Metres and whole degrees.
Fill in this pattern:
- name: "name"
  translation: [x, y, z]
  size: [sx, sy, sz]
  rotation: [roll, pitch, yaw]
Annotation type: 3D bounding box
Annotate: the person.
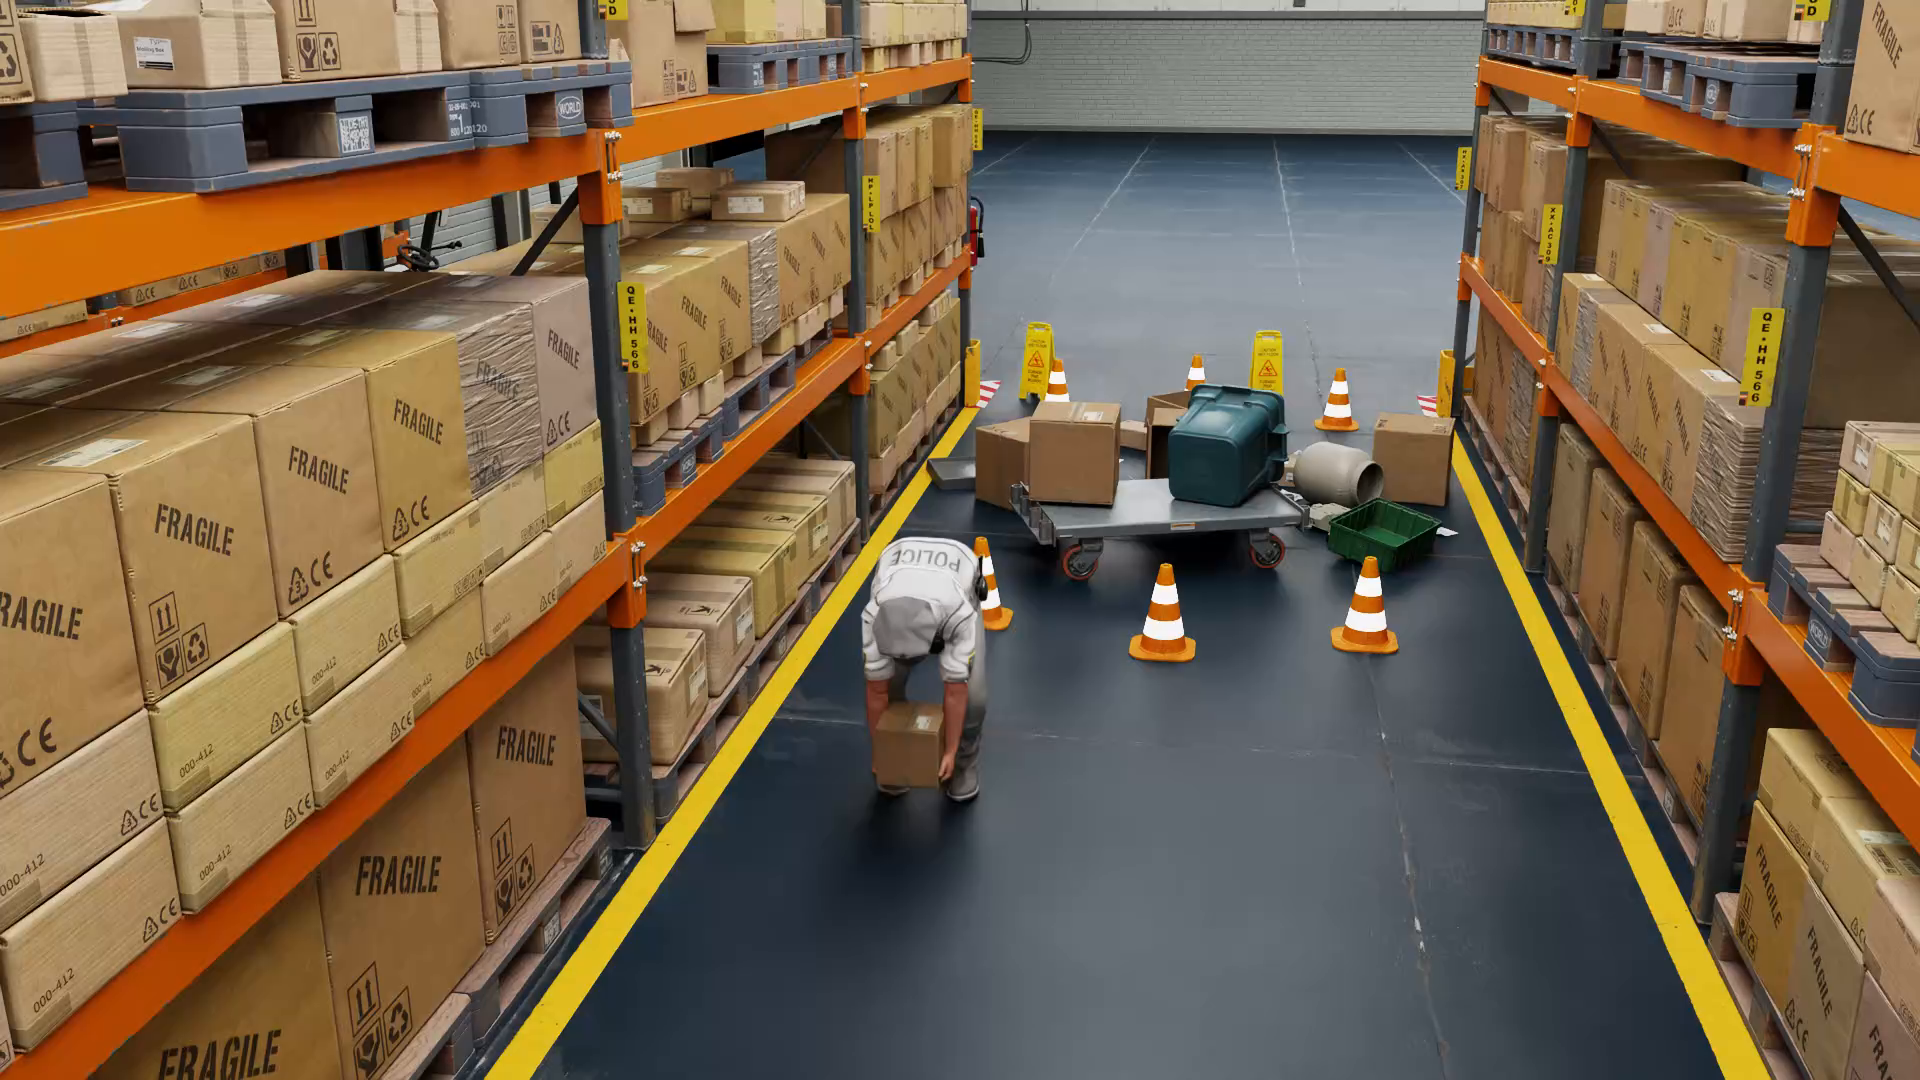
- name: "person"
  translation: [-0.155, 0.595, 6.754]
  size: [0.504, 1.102, 1.046]
  rotation: [2, 18, 7]
